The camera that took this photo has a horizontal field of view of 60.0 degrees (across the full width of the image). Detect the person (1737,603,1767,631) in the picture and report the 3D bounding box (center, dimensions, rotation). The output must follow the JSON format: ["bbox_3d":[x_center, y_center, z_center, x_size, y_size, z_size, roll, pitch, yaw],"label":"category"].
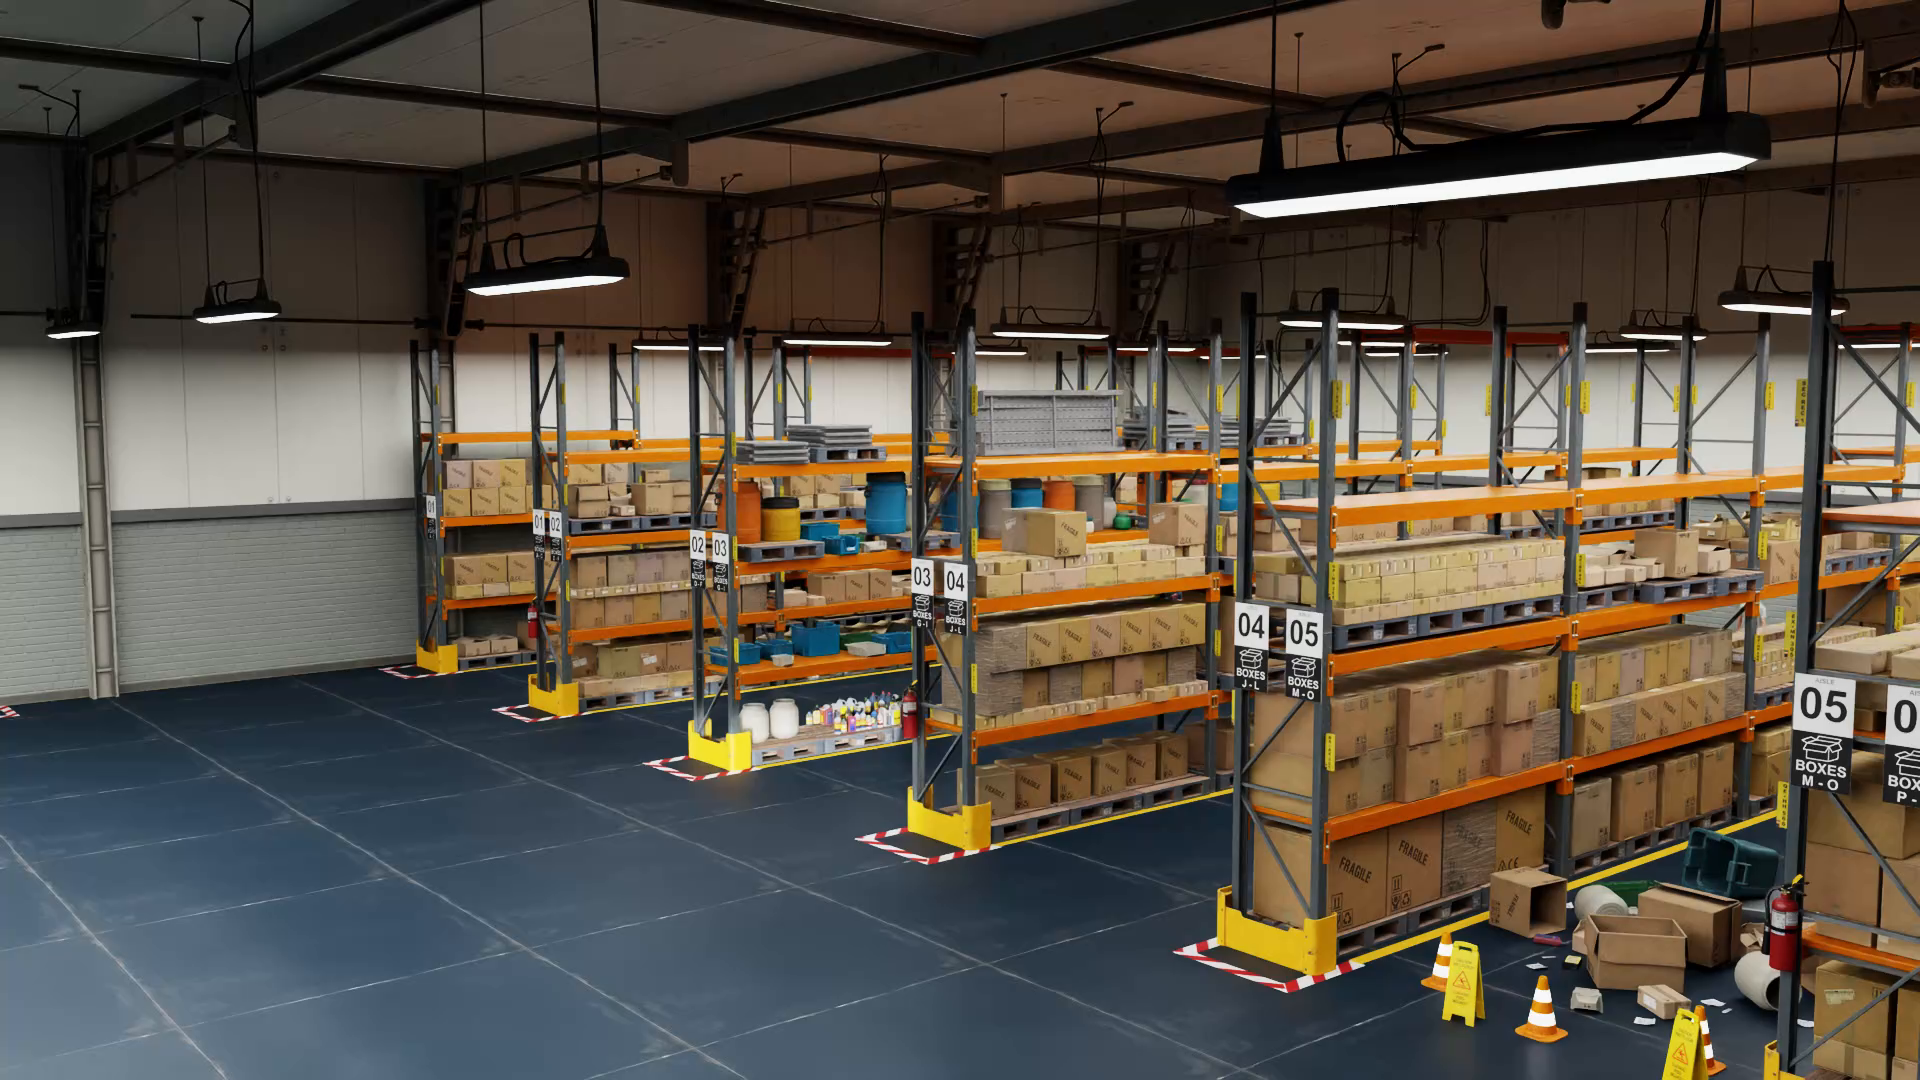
[{"bbox_3d":[13.815,1.655,29.006,0.443,1.630,0.997,2,6,18],"label":"person"}]
